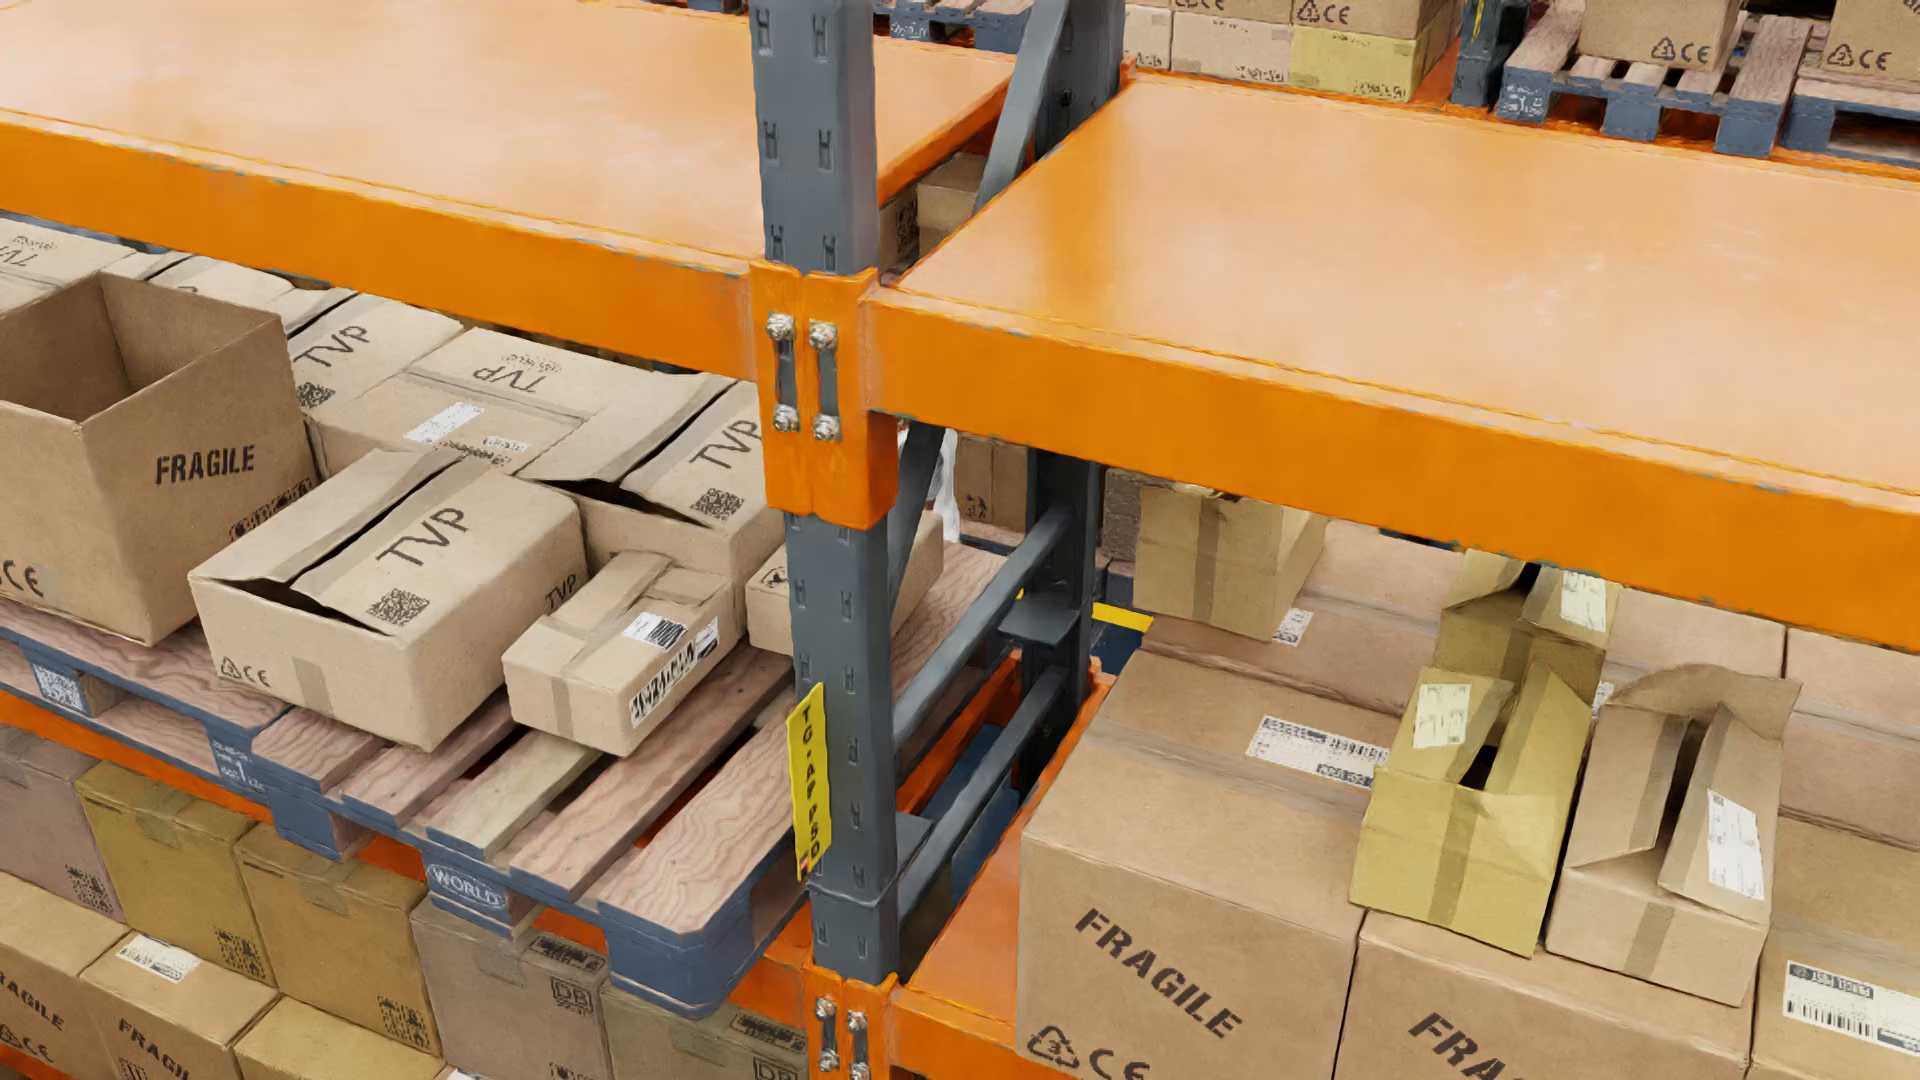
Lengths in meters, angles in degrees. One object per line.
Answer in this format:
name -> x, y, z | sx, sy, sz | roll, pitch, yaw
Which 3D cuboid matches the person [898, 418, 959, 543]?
person -> -0.235, -0.011, 7.446 | 0.523, 1.780, 0.693 | 3, 33, 4
